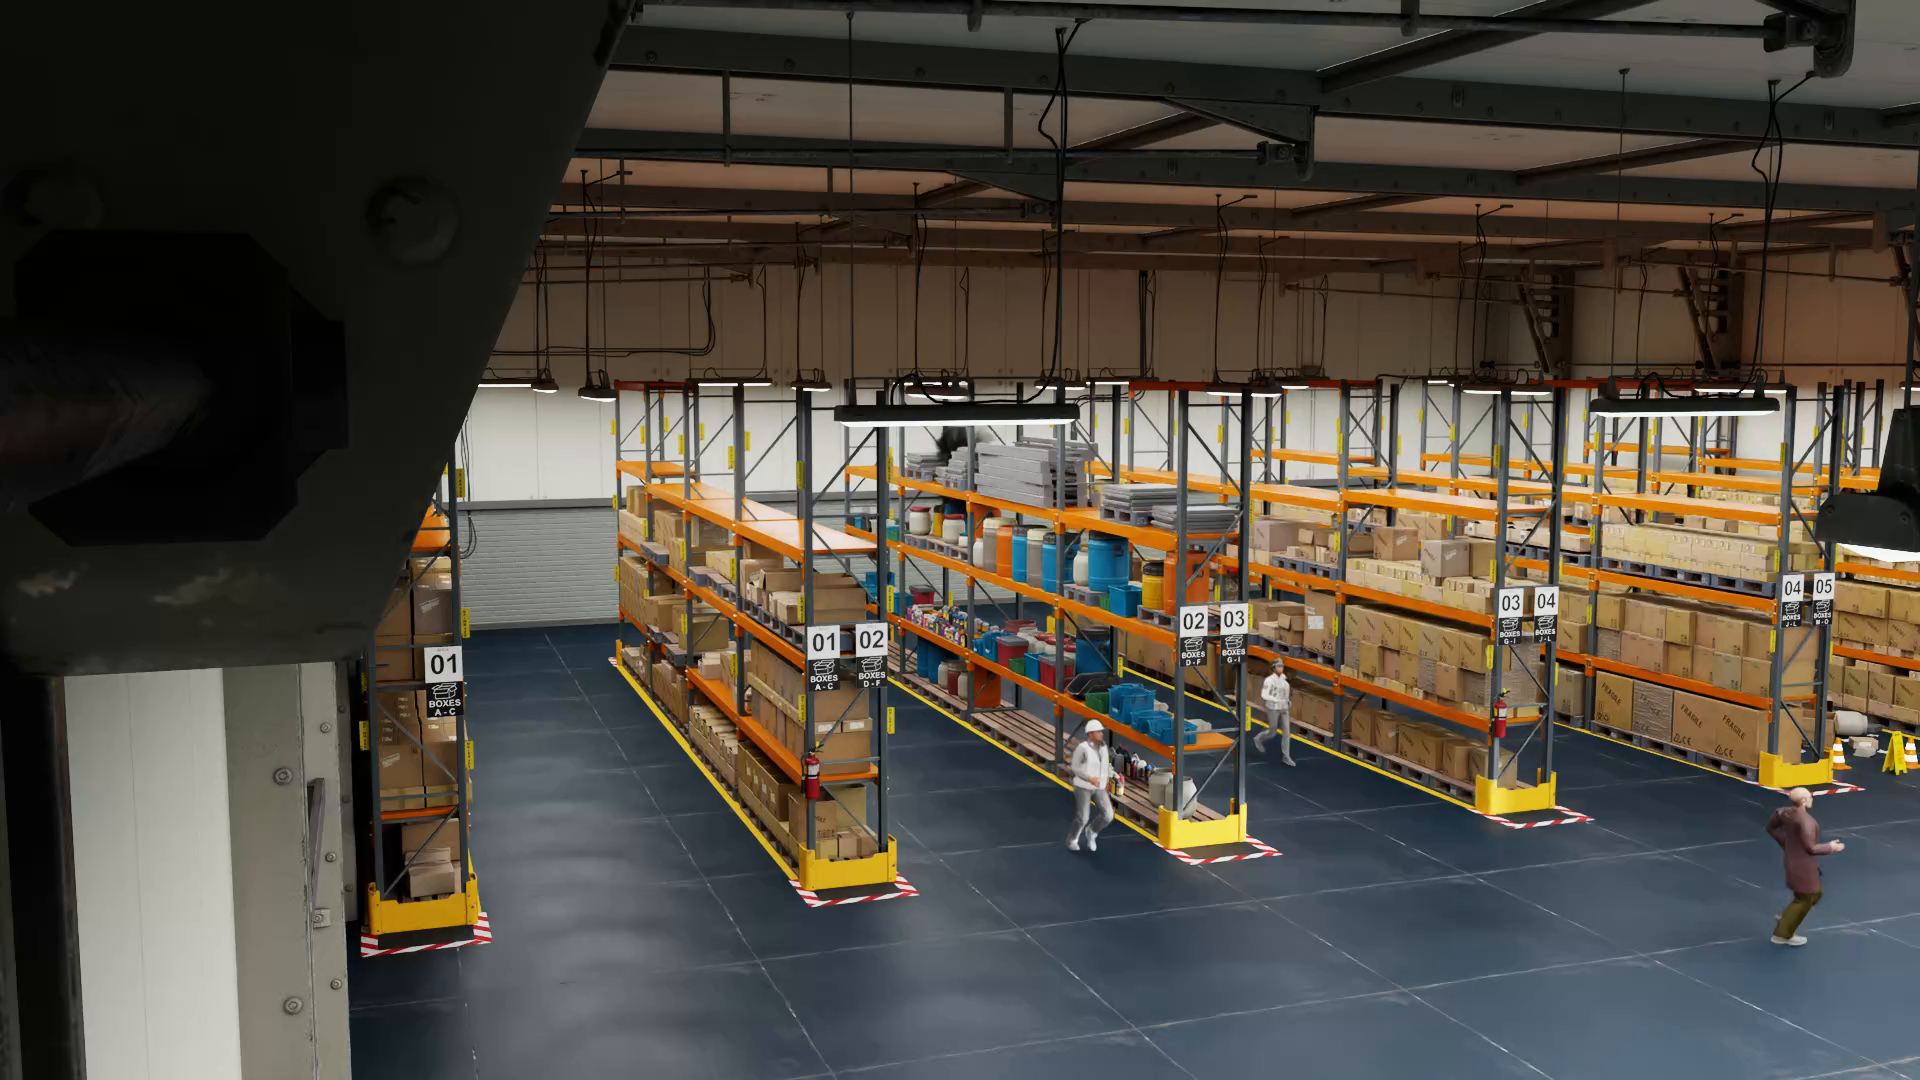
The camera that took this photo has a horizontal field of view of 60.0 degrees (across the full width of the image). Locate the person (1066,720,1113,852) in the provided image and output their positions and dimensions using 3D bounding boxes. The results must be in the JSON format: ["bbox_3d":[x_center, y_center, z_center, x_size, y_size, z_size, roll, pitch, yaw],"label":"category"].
[{"bbox_3d":[1.737,3.191,21.563,0.710,1.739,0.624,-4,7,-33],"label":"person"}]

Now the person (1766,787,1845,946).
[{"bbox_3d":[9.191,3.552,18.068,0.673,1.765,0.694,1,6,5],"label":"person"}]

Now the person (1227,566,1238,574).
[{"bbox_3d":[6.708,1.174,41.389,0.647,1.721,0.765,0,6,1],"label":"person"}]

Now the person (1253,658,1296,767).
[{"bbox_3d":[5.035,2.695,26.427,0.616,1.692,0.901,-4,7,-30],"label":"person"}]

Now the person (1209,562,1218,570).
[{"bbox_3d":[5.863,1.348,38.856,0.772,1.734,1.021,0,6,-5],"label":"person"}]
